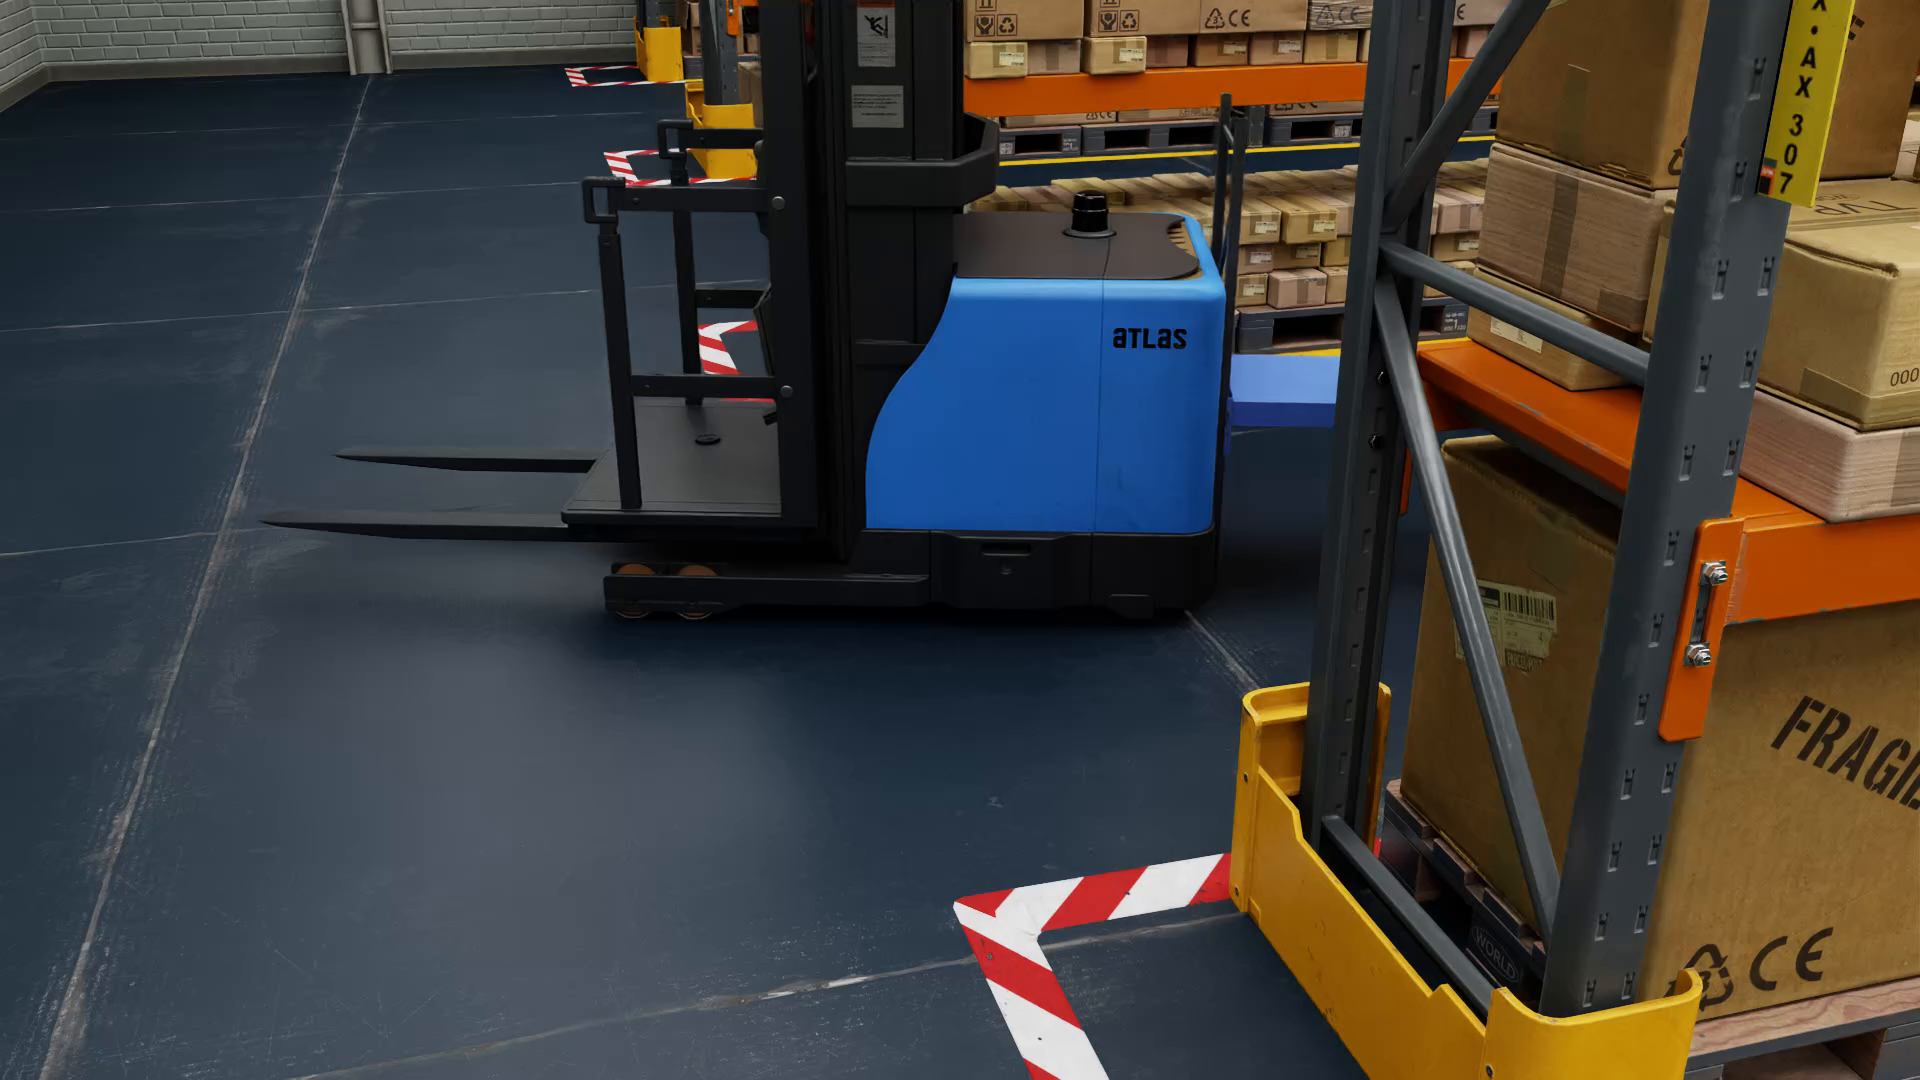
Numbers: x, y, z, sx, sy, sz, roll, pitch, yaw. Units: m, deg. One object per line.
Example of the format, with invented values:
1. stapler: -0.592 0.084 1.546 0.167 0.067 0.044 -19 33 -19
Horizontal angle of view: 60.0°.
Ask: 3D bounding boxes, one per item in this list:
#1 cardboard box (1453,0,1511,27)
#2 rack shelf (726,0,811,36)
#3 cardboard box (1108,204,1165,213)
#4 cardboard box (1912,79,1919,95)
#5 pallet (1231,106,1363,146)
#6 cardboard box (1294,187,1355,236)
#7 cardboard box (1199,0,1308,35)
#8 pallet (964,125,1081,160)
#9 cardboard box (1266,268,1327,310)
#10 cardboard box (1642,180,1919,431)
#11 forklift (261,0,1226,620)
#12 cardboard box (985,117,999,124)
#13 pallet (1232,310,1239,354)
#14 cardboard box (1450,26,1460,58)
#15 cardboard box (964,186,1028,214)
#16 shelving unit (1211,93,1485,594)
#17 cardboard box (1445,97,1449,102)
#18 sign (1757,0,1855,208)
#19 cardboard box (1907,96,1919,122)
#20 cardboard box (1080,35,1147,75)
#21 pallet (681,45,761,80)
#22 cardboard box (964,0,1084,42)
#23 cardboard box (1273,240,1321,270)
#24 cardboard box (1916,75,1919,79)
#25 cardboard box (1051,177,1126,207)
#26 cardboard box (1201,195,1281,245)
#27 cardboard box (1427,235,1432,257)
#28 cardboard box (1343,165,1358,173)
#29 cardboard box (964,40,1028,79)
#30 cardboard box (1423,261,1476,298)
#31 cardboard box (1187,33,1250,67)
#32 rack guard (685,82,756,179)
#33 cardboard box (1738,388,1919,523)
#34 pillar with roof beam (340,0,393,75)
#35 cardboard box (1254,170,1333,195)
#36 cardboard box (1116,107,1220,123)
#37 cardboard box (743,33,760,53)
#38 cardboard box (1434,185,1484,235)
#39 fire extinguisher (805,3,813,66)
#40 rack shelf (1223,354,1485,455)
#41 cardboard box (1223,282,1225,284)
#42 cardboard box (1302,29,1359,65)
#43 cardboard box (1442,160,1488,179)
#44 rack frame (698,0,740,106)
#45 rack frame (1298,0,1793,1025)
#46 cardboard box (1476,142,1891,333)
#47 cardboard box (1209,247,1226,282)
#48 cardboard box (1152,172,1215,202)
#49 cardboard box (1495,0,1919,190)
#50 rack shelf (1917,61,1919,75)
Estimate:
1. cardboard box: 2.193 -2.614 7.535 0.500 0.500 0.500 -6 24 -15
2. rack shelf: 0.201 -4.023 12.234 4.000 0.370 1.077 -6 24 -14
3. cardboard box: 0.817 -1.408 7.556 0.250 0.149 0.380 -6 24 -15
4. cardboard box: 5.214 -2.373 9.164 0.500 0.250 0.500 -7 24 -17
5. pallet: 2.850 -3.396 13.396 1.213 0.211 1.003 -6 24 -14
6. cardboard box: 1.784 -1.566 7.923 0.250 0.149 0.380 -6 24 -14
7. cardboard box: 1.201 -2.511 7.295 0.500 0.500 0.500 -6 24 -14
8. pallet: 0.197 -3.102 12.712 1.213 0.211 1.003 -6 24 -14
9. cardboard box: 1.527 -1.219 7.871 0.250 0.149 0.380 -8 24 -17
10. cardboard box: 1.488 -0.394 2.678 0.500 0.250 0.500 -7 24 -16
11. forklift: -0.713 -1.305 5.075 3.031 2.935 1.130 1 23 2
12. cardboard box: -0.237 -3.365 12.505 0.875 0.438 0.875 -6 24 -13
13. pallet: 0.575 -1.072 7.980 1.213 0.211 1.003 -6 24 -14
14. cardboard box: 2.090 -2.323 7.679 0.250 0.149 0.380 -7 24 -15
15. cardboard box: 0.151 -1.581 7.958 0.250 0.149 0.380 -6 24 -14
16. shelving unit: 1.328 -0.604 5.256 1.048 1.500 0.538 1 23 3
17. cardboard box: 3.570 -3.979 13.380 0.875 0.875 0.875 -6 24 -13
18. sign: 1.097 -0.601 2.148 0.005 0.325 0.100 -6 24 -14
19. cardboard box: 4.856 -2.123 8.580 0.500 0.250 0.500 -6 24 -13
20. cardboard box: 0.618 -2.118 7.200 0.250 0.149 0.380 -7 24 -16
21. pallet: -2.228 -4.836 16.754 1.213 0.211 1.003 -6 24 -14
22. cardboard box: 0.217 -2.397 7.029 0.500 0.500 0.500 -5 24 -12
23. cardboard box: 1.531 -1.412 7.943 0.250 0.149 0.380 -5 24 -12
24. cardboard box: 7.965 -4.195 14.522 0.625 0.372 0.950 -6 24 -13
25. cardboard box: 0.624 -1.661 8.147 0.250 0.149 0.380 -7 24 -16
26. cardboard box: 1.303 -1.492 7.751 0.250 0.149 0.380 -5 24 -12
27. cardboard box: 2.062 -1.450 8.030 0.250 0.149 0.380 -7 24 -17
28. cardboard box: 2.150 -1.811 8.495 0.250 0.149 0.380 -6 24 -13
29. cardboard box: 0.111 -2.066 7.080 0.250 0.149 0.380 -7 24 -15
30. cardboard box: 2.279 -1.299 8.057 0.250 0.149 0.380 -6 24 -14
31. cardboard box: 1.098 -2.217 7.431 0.250 0.149 0.380 -7 24 -15
32. rack guard: -1.747 -2.989 12.082 0.348 0.500 1.175 -6 24 -14
33. cardboard box: 1.384 -0.175 2.673 0.250 0.149 0.380 -6 24 -14
34. pillar with roof beam: -4.745 -7.202 11.122 0.400 9.000 9.100 -6 24 -14
35. cardboard box: 1.662 -1.739 8.328 0.250 0.149 0.380 -6 24 -14
36. cardboard box: 1.494 -3.556 12.950 0.875 0.438 0.875 -7 24 -15
37. cardboard box: -2.035 -4.967 16.605 0.250 0.149 0.380 -7 24 -16
38. cardboard box: 2.309 -1.584 7.966 0.250 0.149 0.380 -8 24 -17
39. fire extinguisher: -0.657 -2.213 7.675 0.183 0.674 0.296 -6 24 -14
40. rack shelf: 1.328 -0.439 5.327 1.000 0.185 0.538 1 23 3
41. cardboard box: 1.044 -1.163 7.738 0.250 0.149 0.380 -6 24 -14
42. cardboard box: 1.599 -2.252 7.513 0.250 0.149 0.380 -5 24 -12
43. cardboard box: 2.662 -1.844 8.571 0.250 0.149 0.380 -7 24 -15
44. rack frame: -1.724 -4.140 11.595 0.127 3.000 1.000 -6 24 -14
45. rack frame: 0.953 -0.378 2.827 0.127 3.000 1.000 -6 24 -14
46. cardboard box: 1.348 -0.598 3.153 0.500 0.250 0.500 -7 24 -15
47. cardboard box: 1.051 -1.303 7.689 0.250 0.149 0.380 -6 24 -13
48. cardboard box: 1.134 -1.715 8.271 0.250 0.149 0.380 -5 24 -12
49. cardboard box: 1.351 -0.942 3.003 0.500 0.500 0.500 -6 24 -14
50. rack shelf: 5.487 -2.580 8.872 4.000 0.370 1.077 -6 24 -14
